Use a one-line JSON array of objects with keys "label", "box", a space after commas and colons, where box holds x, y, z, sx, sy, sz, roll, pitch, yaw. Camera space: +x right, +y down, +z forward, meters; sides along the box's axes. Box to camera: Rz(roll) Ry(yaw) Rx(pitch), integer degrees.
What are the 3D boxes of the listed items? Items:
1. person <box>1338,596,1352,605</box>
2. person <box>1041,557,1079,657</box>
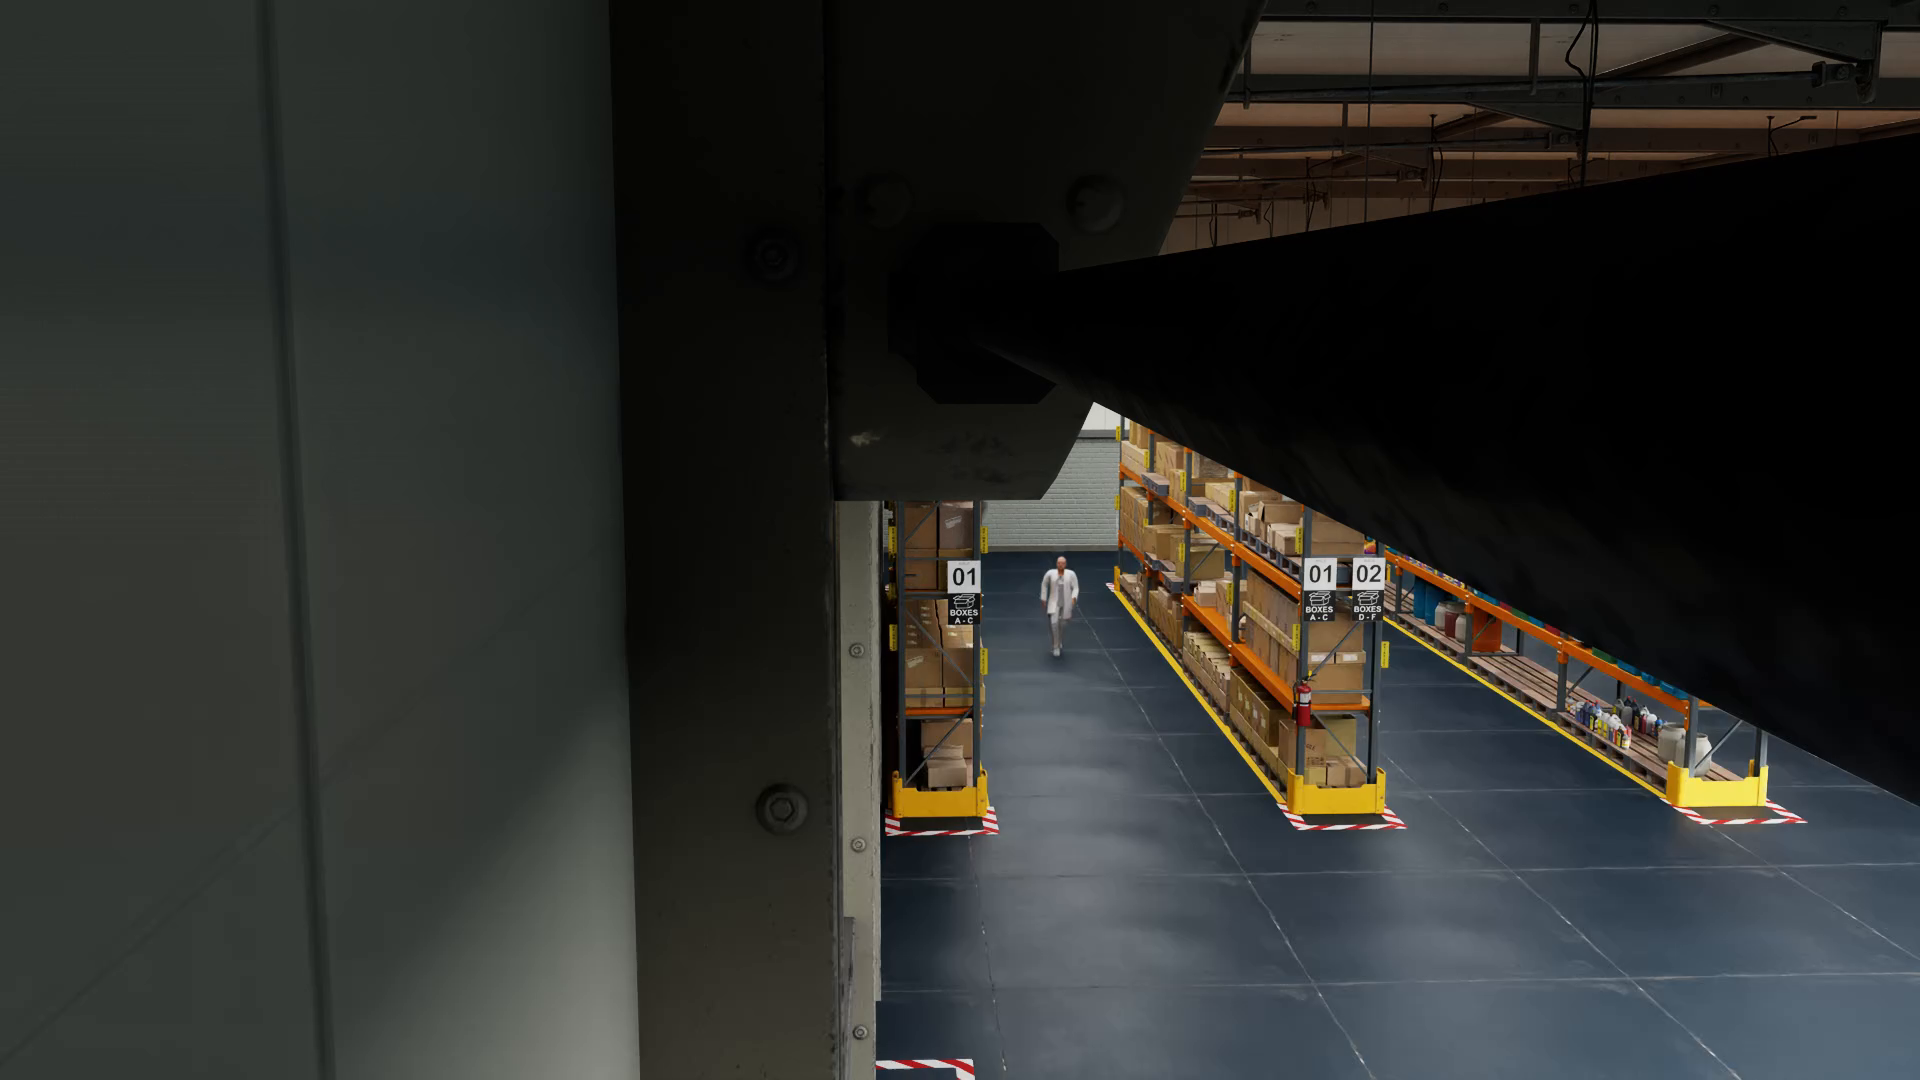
[{"label": "person", "box": [7.452, 0.793, 32.481, 0.675, 1.731, 0.677, 2, 8, 12]}, {"label": "person", "box": [1.810, 1.195, 30.048, 0.661, 1.815, 0.931, -1, 8, -4]}]
